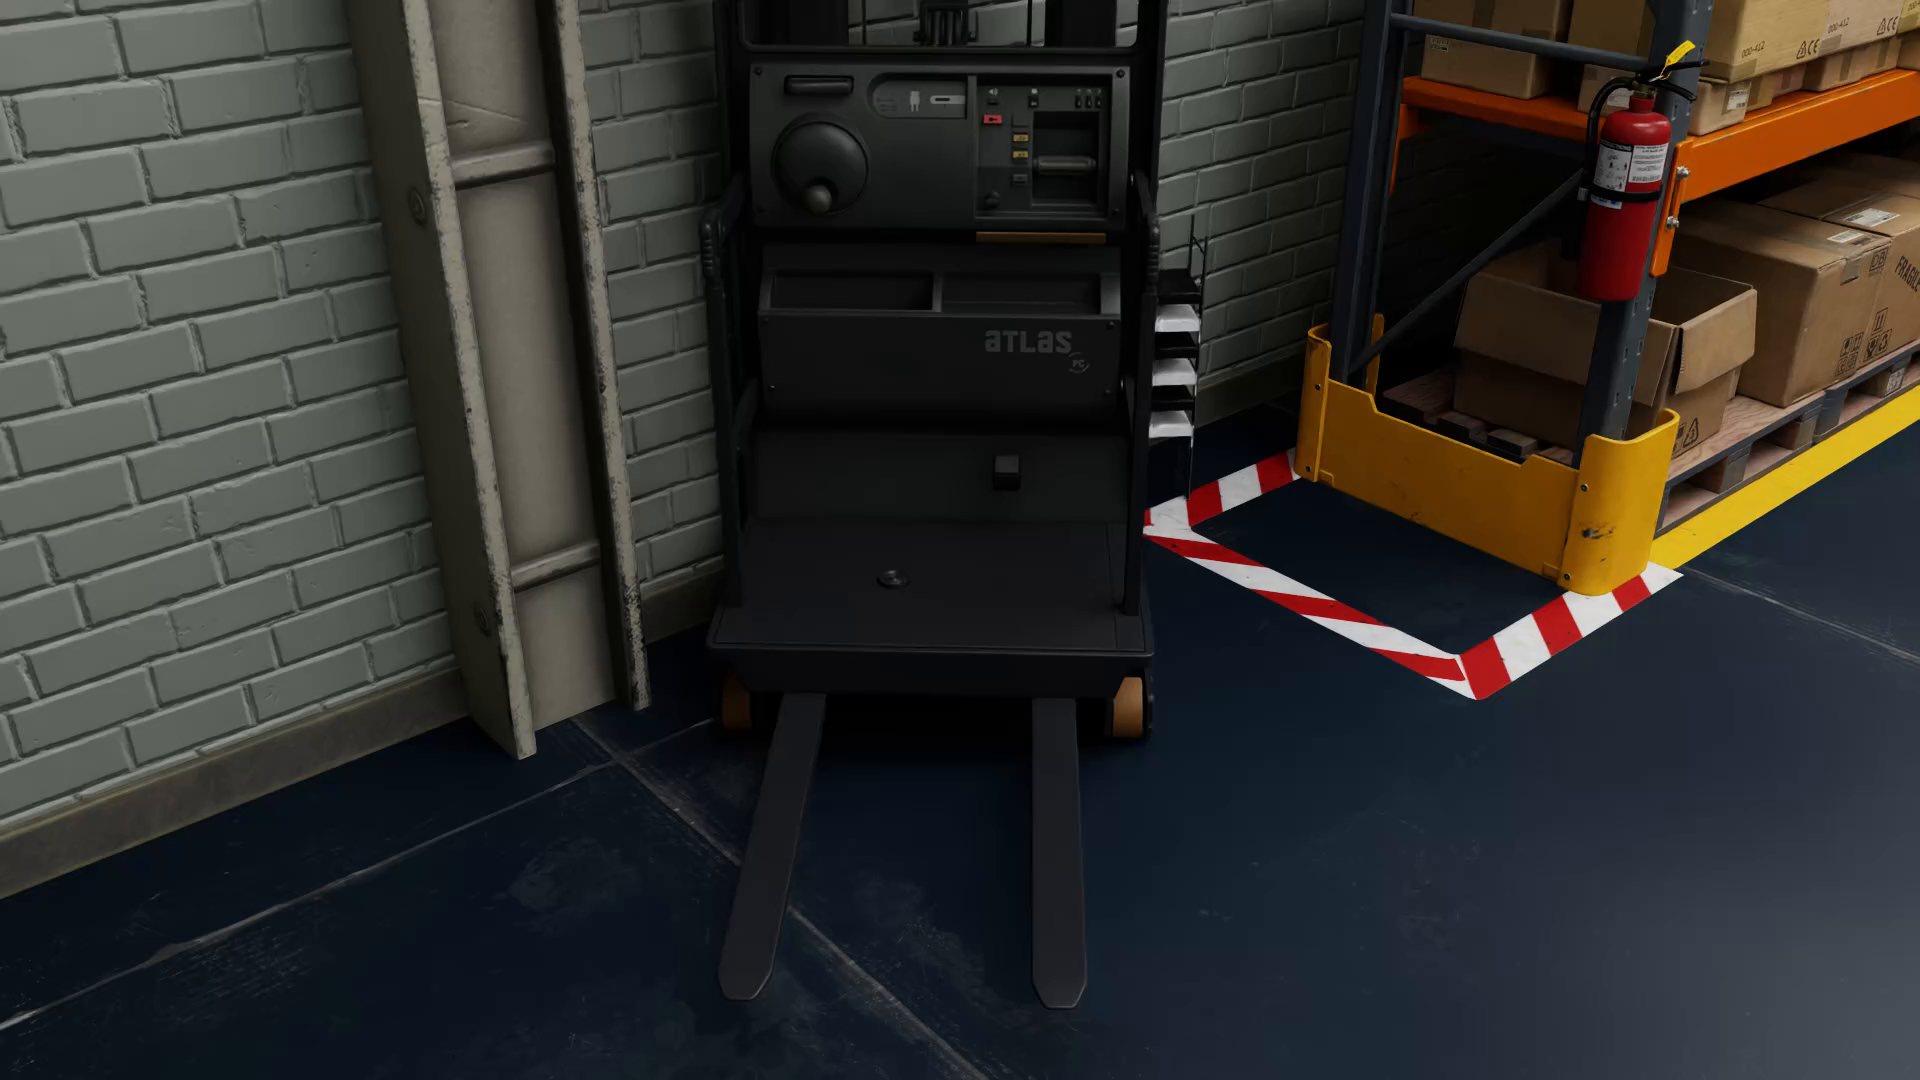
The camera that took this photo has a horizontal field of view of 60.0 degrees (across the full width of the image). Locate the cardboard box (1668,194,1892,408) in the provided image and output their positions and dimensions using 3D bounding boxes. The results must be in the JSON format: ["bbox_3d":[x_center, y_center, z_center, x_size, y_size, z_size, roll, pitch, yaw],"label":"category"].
[{"bbox_3d":[2.770,-0.865,5.893,0.500,0.500,0.700,-20,34,-33],"label":"cardboard box"}]

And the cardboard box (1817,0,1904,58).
[{"bbox_3d":[2.471,-1.643,4.986,0.500,0.250,0.500,-21,35,-34],"label":"cardboard box"}]

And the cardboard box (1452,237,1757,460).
[{"bbox_3d":[2.095,-0.619,5.429,0.637,0.503,0.797,-24,36,-37],"label":"cardboard box"}]

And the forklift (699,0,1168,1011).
[{"bbox_3d":[-0.058,-0.934,3.887,1.130,2.935,3.031,1,28,2],"label":"forklift"}]

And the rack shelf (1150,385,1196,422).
[{"bbox_3d":[0.645,-0.469,5.434,0.200,0.077,0.258,-2,28,-4],"label":"rack shelf"}]

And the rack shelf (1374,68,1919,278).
[{"bbox_3d":[3.089,-1.676,5.968,4.000,0.370,1.077,-22,35,-35],"label":"rack shelf"}]

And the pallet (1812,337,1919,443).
[{"bbox_3d":[3.159,-0.791,6.506,1.213,0.211,1.003,-22,35,-35],"label":"pallet"}]

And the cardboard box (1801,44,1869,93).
[{"bbox_3d":[2.569,-1.516,5.171,0.250,0.149,0.380,-21,34,-33],"label":"cardboard box"}]

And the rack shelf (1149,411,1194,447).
[{"bbox_3d":[0.645,-0.390,5.477,0.200,0.077,0.258,-2,28,-4],"label":"rack shelf"}]

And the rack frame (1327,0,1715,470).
[{"bbox_3d":[1.568,-1.382,4.653,0.127,3.000,1.000,-22,35,-35],"label":"rack frame"}]

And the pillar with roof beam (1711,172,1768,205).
[{"bbox_3d":[6.290,-3.818,2.847,0.400,9.000,9.100,-22,35,-35],"label":"pillar with roof beam"}]

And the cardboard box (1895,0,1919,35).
[{"bbox_3d":[2.855,-1.800,5.279,0.500,0.250,0.500,-23,36,-36],"label":"cardboard box"}]

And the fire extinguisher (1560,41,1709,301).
[{"bbox_3d":[1.756,-0.973,4.365,0.183,0.674,0.296,-22,35,-35],"label":"fire extinguisher"}]

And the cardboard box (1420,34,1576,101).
[{"bbox_3d":[1.646,-1.469,5.082,0.250,0.149,0.380,-22,35,-35],"label":"cardboard box"}]

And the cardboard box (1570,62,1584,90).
[{"bbox_3d":[1.879,-1.524,5.186,0.250,0.149,0.380,-21,34,-34],"label":"cardboard box"}]

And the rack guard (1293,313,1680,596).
[{"bbox_3d":[1.626,-0.303,5.286,0.348,0.500,1.175,-22,35,-35],"label":"rack guard"}]

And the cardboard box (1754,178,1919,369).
[{"bbox_3d":[3.237,-0.991,6.129,0.500,0.500,0.500,-21,35,-34],"label":"cardboard box"}]

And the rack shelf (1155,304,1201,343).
[{"bbox_3d":[0.645,-0.707,5.307,0.200,0.077,0.258,-2,28,-4],"label":"rack shelf"}]

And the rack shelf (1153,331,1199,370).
[{"bbox_3d":[0.645,-0.628,5.349,0.200,0.077,0.258,-2,28,-4],"label":"rack shelf"}]

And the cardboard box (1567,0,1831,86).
[{"bbox_3d":[2.088,-1.489,4.698,0.500,0.250,0.500,-22,35,-35],"label":"cardboard box"}]

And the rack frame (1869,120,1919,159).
[{"bbox_3d":[4.611,-2.606,6.943,0.127,3.000,1.000,-22,35,-35],"label":"rack frame"}]

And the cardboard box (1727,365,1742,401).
[{"bbox_3d":[2.443,-0.579,5.730,0.250,0.149,0.380,-24,36,-37],"label":"cardboard box"}]

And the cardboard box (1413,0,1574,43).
[{"bbox_3d":[1.745,-1.683,5.060,0.500,0.250,0.500,-21,34,-34],"label":"cardboard box"}]

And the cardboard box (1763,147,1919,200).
[{"bbox_3d":[3.560,-1.183,6.488,0.500,0.500,0.700,-23,36,-37],"label":"cardboard box"}]

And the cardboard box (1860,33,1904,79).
[{"bbox_3d":[2.767,-1.599,5.326,0.250,0.149,0.380,-21,35,-34],"label":"cardboard box"}]

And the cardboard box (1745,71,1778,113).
[{"bbox_3d":[2.159,-1.368,4.893,0.250,0.149,0.380,-21,35,-34],"label":"cardboard box"}]

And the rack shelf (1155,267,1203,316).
[{"bbox_3d":[0.645,-0.787,5.265,0.200,0.077,0.258,-2,28,-4],"label":"rack shelf"}]

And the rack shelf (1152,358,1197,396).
[{"bbox_3d":[0.645,-0.548,5.392,0.200,0.077,0.258,-2,28,-4],"label":"rack shelf"}]

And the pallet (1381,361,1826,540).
[{"bbox_3d":[2.231,-0.419,5.811,1.213,0.211,1.003,-22,35,-35],"label":"pallet"}]

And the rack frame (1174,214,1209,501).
[{"bbox_3d":[0.746,-0.581,5.383,0.006,0.900,0.240,-2,28,-4],"label":"rack frame"}]

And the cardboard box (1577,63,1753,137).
[{"bbox_3d":[1.996,-1.273,4.717,0.250,0.149,0.380,-22,35,-35],"label":"cardboard box"}]

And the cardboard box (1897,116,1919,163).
[{"bbox_3d":[4.792,-1.945,7.913,0.500,0.500,0.500,-22,35,-35],"label":"cardboard box"}]

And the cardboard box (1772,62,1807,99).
[{"bbox_3d":[2.337,-1.461,5.067,0.250,0.149,0.380,-22,35,-36],"label":"cardboard box"}]

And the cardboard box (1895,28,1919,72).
[{"bbox_3d":[3.008,-1.650,5.421,0.250,0.149,0.380,-23,36,-36],"label":"cardboard box"}]

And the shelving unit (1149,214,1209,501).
[{"bbox_3d":[0.645,-0.578,5.376,0.210,0.900,0.258,-2,28,-4],"label":"shelving unit"}]
